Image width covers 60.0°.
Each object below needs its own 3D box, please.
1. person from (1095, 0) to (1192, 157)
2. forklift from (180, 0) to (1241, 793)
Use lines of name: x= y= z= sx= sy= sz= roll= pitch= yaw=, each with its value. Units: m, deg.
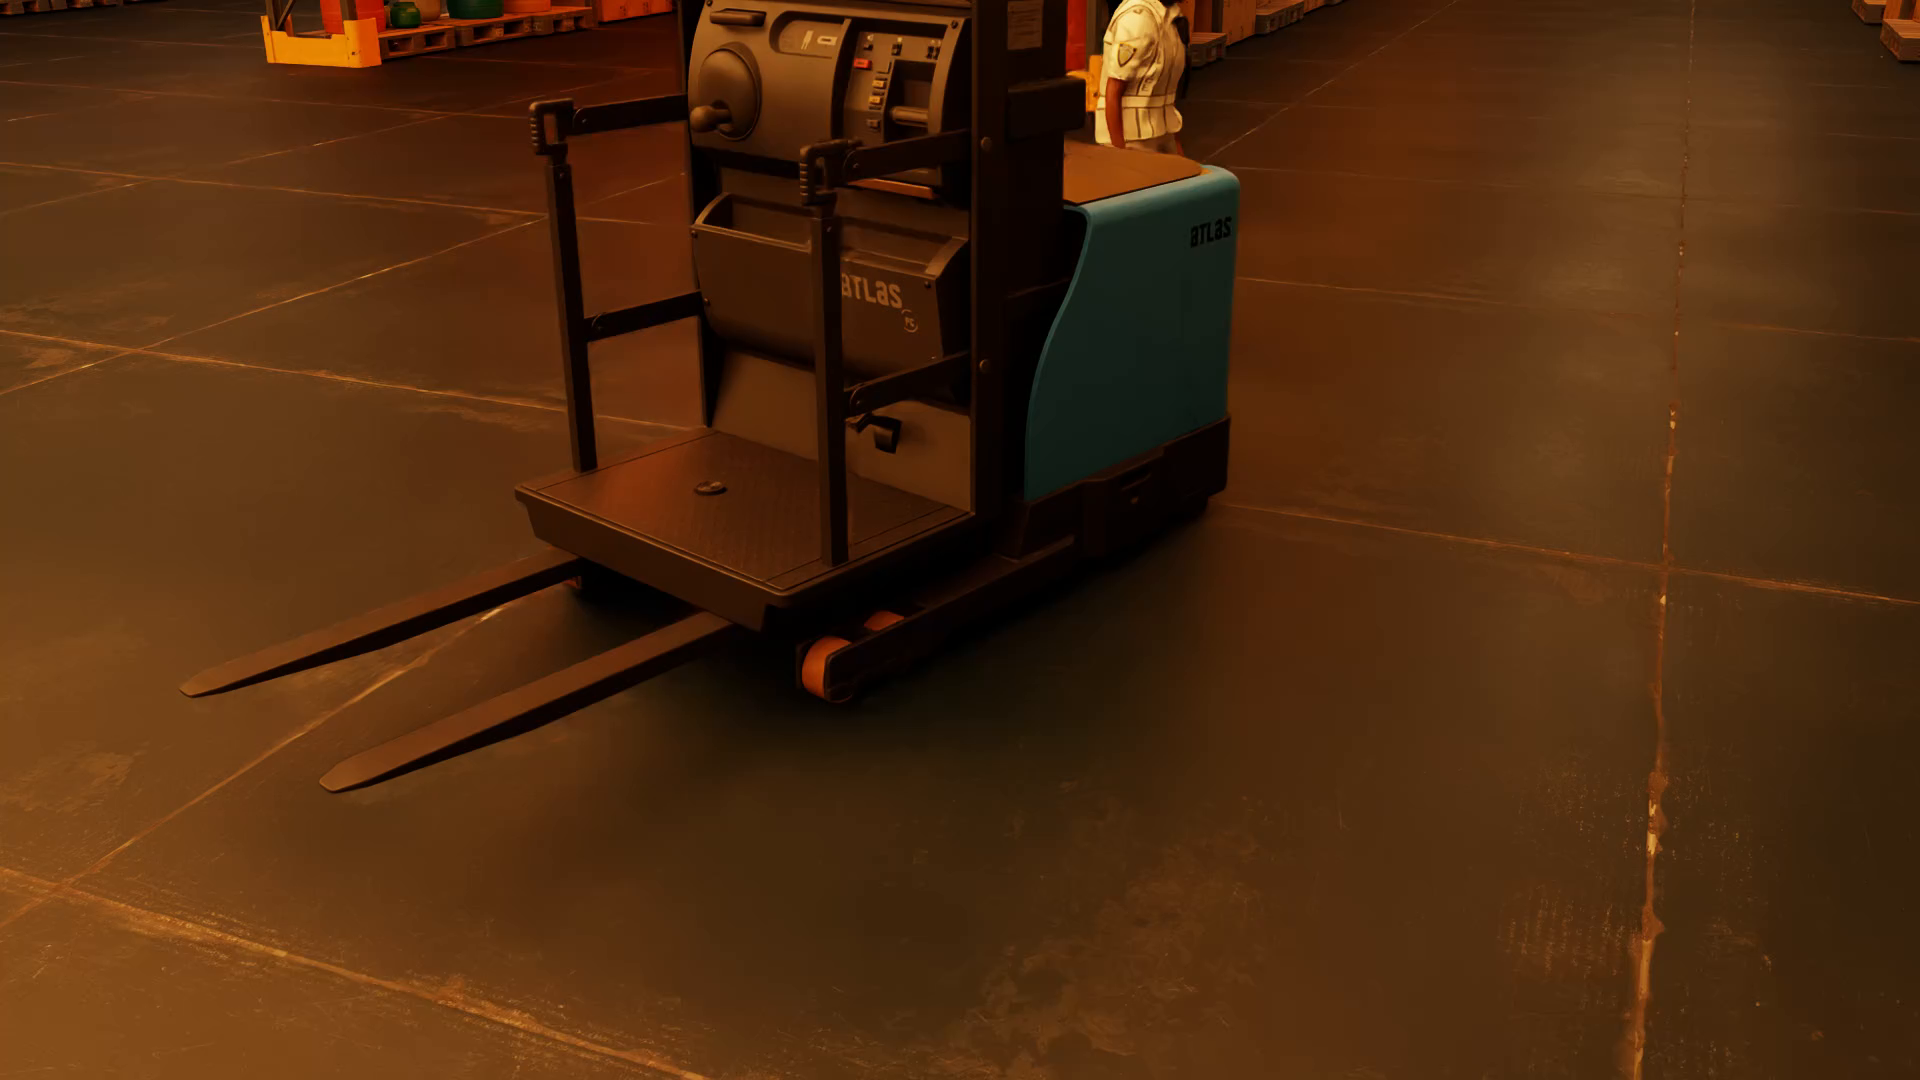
person: x=0.776 y=-1.590 z=6.762 sx=0.418 sy=1.653 sz=0.509 roll=15 pitch=27 yaw=31
forklift: x=-0.497 y=-1.167 z=4.085 sx=1.130 sy=2.935 sz=3.031 roll=19 pitch=29 yaw=38
